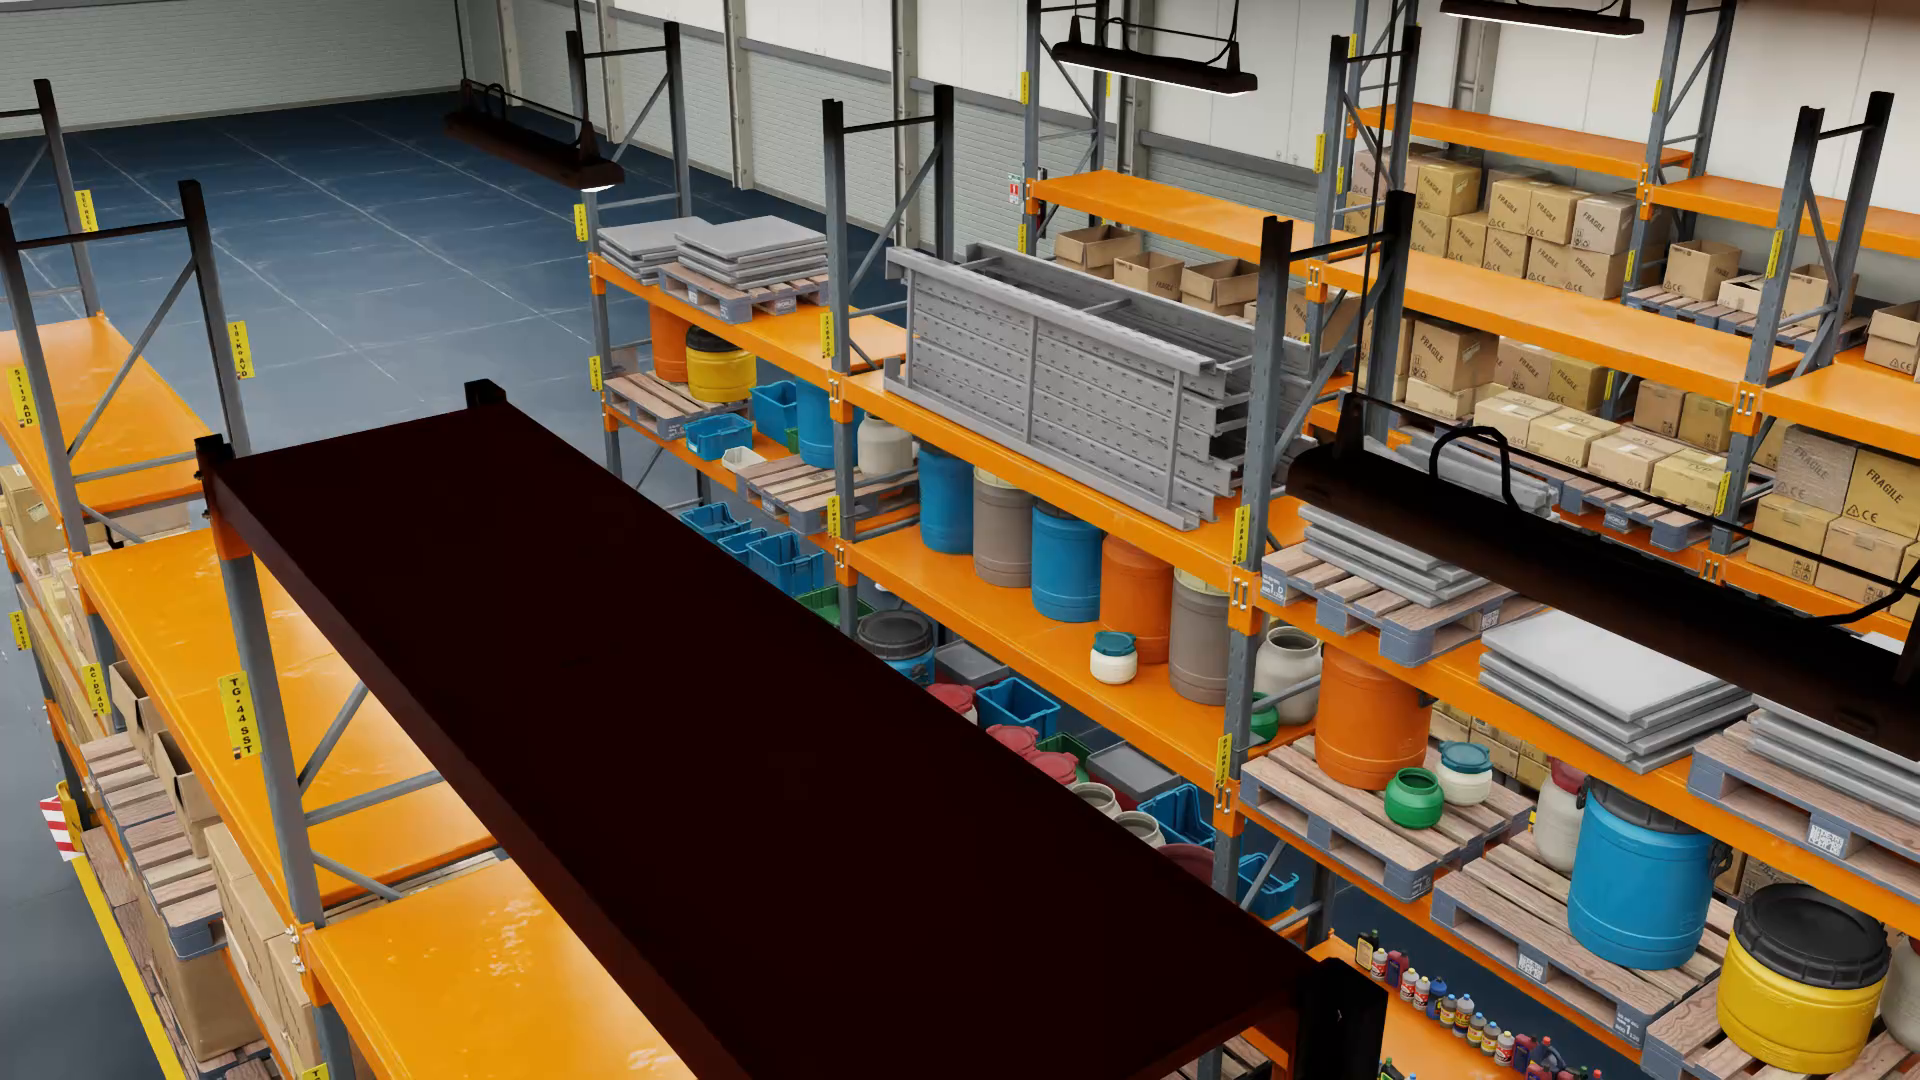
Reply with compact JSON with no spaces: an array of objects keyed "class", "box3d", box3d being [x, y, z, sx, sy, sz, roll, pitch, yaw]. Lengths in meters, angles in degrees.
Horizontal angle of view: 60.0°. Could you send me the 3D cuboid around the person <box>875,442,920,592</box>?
[{"class":"person","box3d":[-0.489,-0.196,17.316,0.828,1.744,0.634,-1,25,-1]}]
